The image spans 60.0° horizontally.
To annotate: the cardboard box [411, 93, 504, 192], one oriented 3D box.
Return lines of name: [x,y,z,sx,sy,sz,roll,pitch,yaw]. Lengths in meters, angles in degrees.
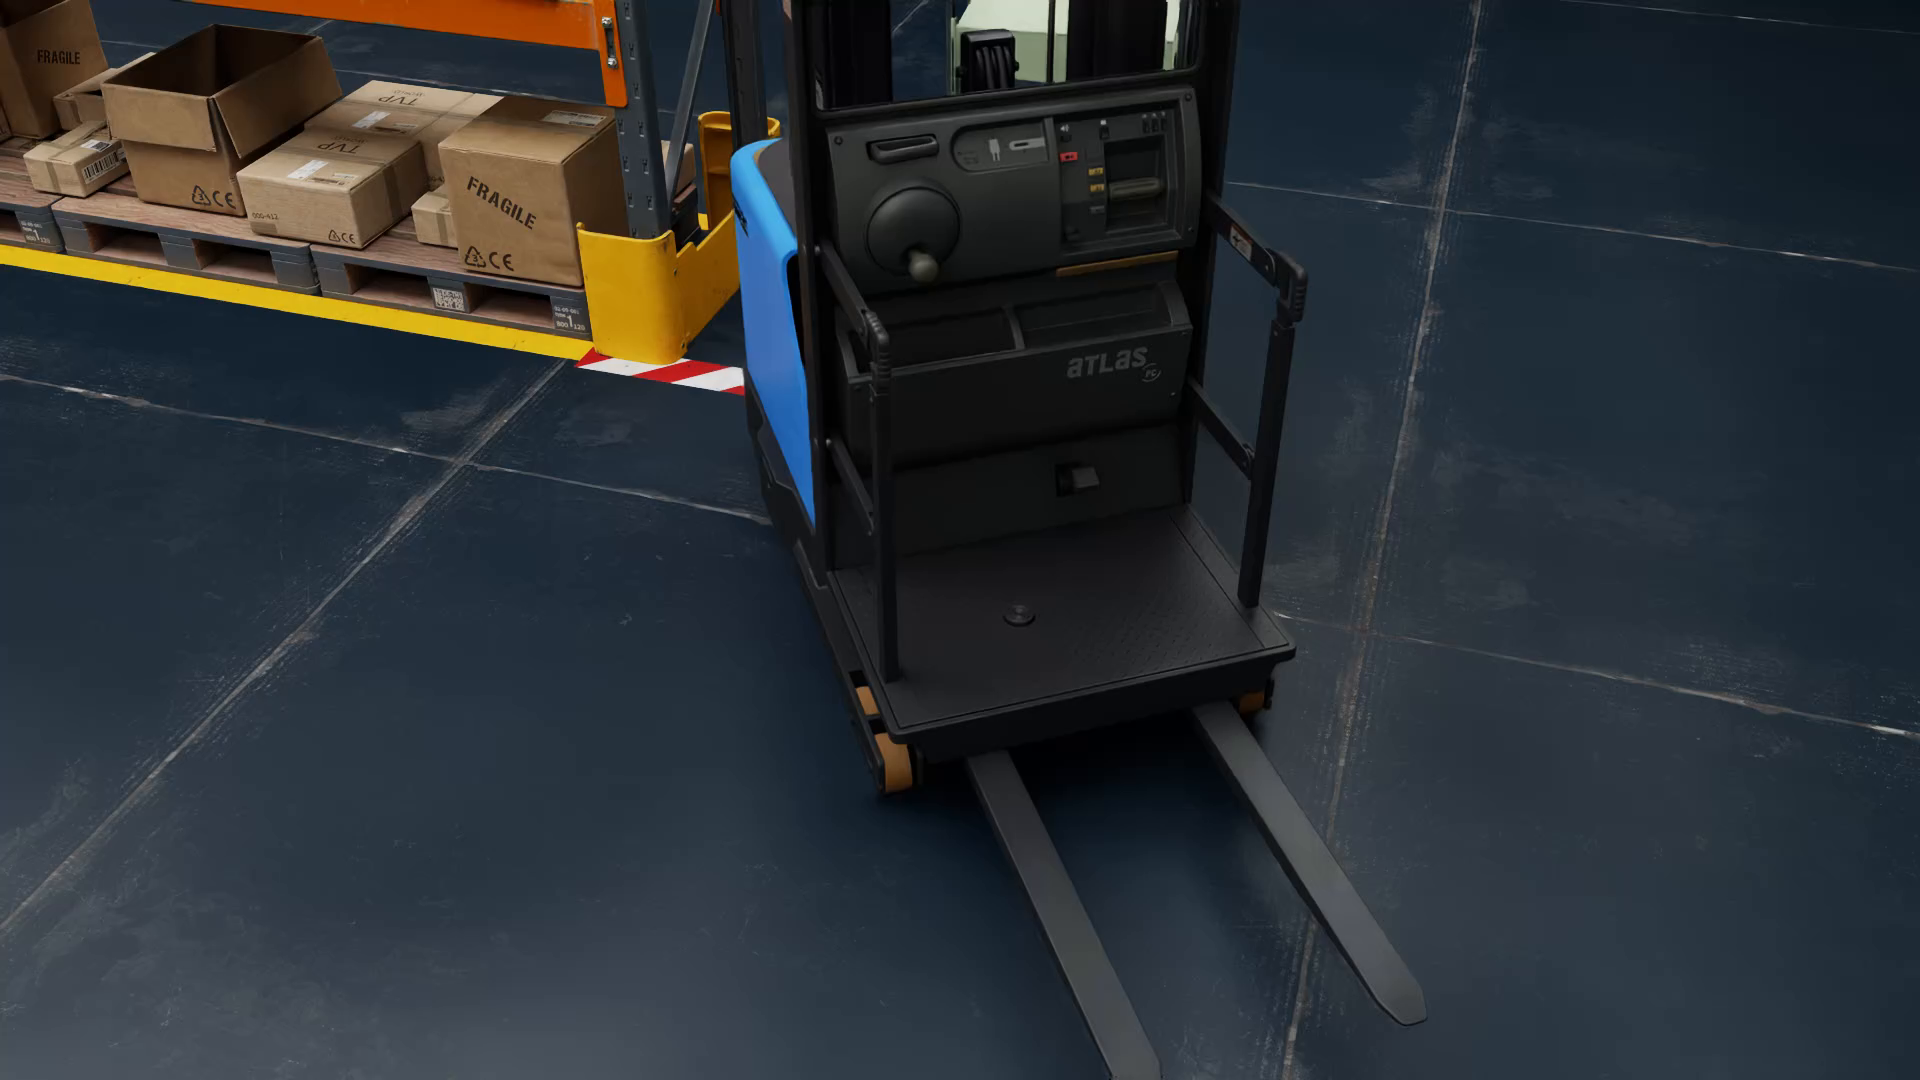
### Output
cardboard box: [-1.885,-1.604,6.847,0.500,0.250,0.500,10,38,14]

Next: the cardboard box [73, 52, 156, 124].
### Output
cardboard box: [-3.447,-1.918,7.222,0.500,0.311,0.500,10,38,14]

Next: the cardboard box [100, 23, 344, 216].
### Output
cardboard box: [-2.997,-1.739,6.817,0.637,0.503,0.797,10,38,14]

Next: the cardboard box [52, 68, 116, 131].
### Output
cardboard box: [-3.787,-1.953,7.407,0.250,0.149,0.380,10,38,14]

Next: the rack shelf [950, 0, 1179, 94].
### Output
rack shelf: [0.363,-1.579,5.472,0.720,0.370,0.431,7,37,9]

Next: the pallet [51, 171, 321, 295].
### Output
pallet: [-2.968,-1.437,7.024,1.213,0.211,1.003,10,38,14]

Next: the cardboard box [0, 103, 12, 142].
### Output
cardboard box: [-4.455,-1.794,7.054,0.500,0.311,0.500,10,38,14]

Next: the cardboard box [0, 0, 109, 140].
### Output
cardboard box: [-4.163,-2.127,7.346,0.500,0.500,0.500,10,38,14]

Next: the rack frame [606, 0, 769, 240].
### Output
rack frame: [-0.974,-2.189,5.694,0.127,3.000,1.000,10,38,14]

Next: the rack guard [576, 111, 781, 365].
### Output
rack guard: [-1.046,-1.196,6.453,0.348,0.500,1.175,10,38,14]

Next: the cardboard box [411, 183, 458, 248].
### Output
cardboard box: [-1.926,-1.305,6.511,0.250,0.166,0.380,10,38,14]

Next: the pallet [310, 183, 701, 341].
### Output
pallet: [-1.807,-1.220,6.730,1.213,0.211,1.003,10,38,14]

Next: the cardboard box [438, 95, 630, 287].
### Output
cardboard box: [-1.566,-1.317,6.246,0.500,0.500,0.500,10,38,14]

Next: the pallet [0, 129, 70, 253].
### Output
pallet: [-4.136,-1.651,7.316,1.213,0.211,1.003,10,38,14]

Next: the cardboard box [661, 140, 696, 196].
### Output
cardboard box: [-1.271,-1.487,6.773,0.250,0.149,0.380,10,38,14]

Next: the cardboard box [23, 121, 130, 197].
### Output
cardboard box: [-3.627,-1.589,6.897,0.250,0.166,0.380,10,38,14]

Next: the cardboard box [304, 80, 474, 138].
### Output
cardboard box: [-2.363,-1.692,6.967,0.500,0.250,0.500,10,38,14]

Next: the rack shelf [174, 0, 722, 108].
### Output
rack shelf: [-2.883,-2.253,6.388,4.000,0.370,1.077,10,38,14]

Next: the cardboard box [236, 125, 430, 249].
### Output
cardboard box: [-2.464,-1.401,6.571,0.500,0.250,0.500,10,38,14]

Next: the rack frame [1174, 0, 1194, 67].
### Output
rack frame: [0.722,-1.223,5.646,0.023,1.500,0.400,7,37,9]

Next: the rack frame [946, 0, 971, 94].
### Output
rack frame: [0.004,-1.307,5.761,0.023,1.500,0.400,7,37,9]

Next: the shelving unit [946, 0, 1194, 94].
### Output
shelving unit: [0.363,-1.265,5.704,0.755,1.500,0.431,7,37,9]

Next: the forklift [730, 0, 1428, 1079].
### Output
forklift: [0.212,-0.787,3.847,1.130,2.935,3.031,-11,38,-14]
